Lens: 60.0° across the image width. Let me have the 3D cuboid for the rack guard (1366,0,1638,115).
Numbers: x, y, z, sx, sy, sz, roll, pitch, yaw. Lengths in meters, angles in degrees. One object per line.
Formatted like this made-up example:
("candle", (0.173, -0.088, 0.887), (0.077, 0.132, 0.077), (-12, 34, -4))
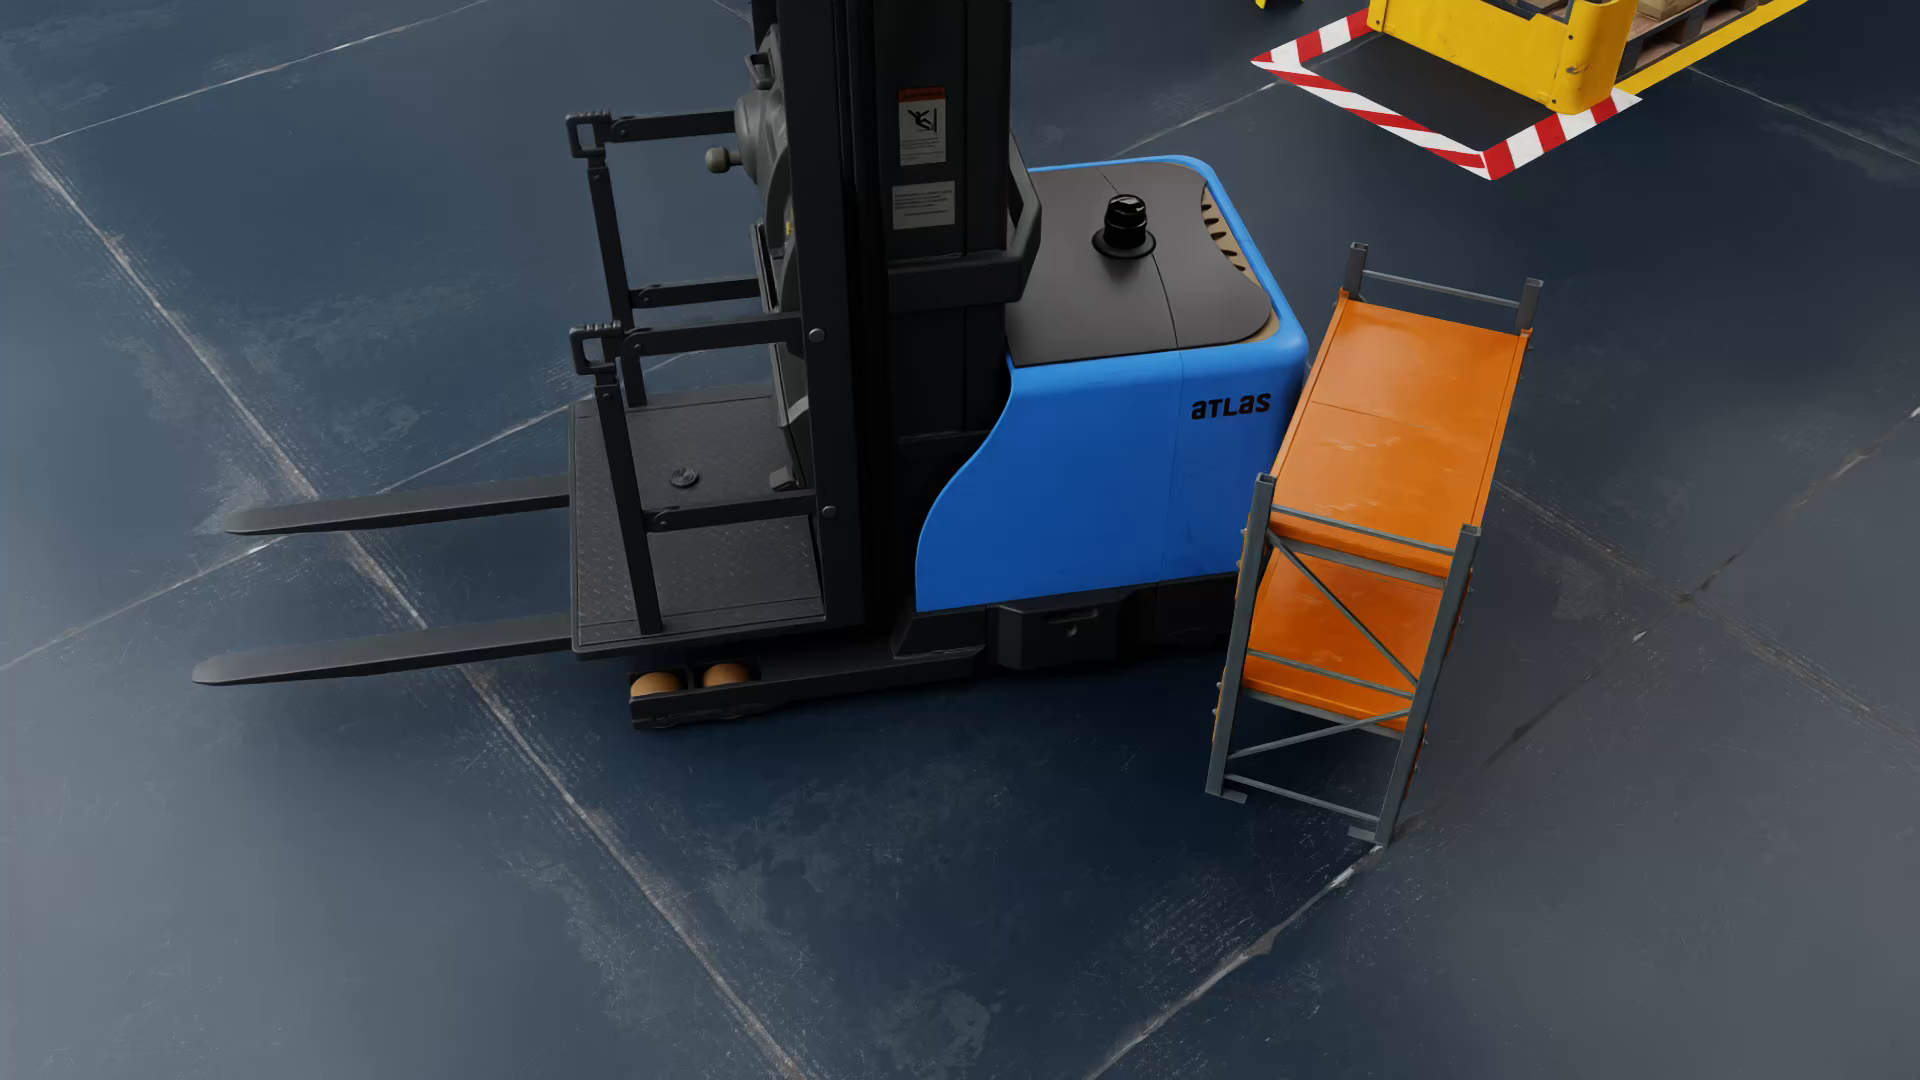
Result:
("rack guard", (2.397, -2.389, 7.429), (0.348, 0.500, 1.175), (-30, 51, -28))

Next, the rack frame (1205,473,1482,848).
("rack frame", (0.904, 0.330, 4.077), (0.500, 1.125, 0.032), (15, 45, 16))

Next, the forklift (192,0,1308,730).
("forklift", (-0.656, -0.930, 4.100), (3.031, 2.935, 1.130), (-7, 44, -7))

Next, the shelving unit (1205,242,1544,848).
("shelving unit", (1.092, 0.006, 4.422), (0.538, 1.125, 1.048), (15, 45, 16))

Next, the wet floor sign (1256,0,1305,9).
("wet floor sign", (1.507, -2.887, 7.853), (0.232, 0.644, 0.267), (-14, 45, -14))

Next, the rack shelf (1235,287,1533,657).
("rack shelf", (1.092, -0.207, 4.221), (0.538, 0.278, 1.000), (15, 45, 16))

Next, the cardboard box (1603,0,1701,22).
("cardboard box", (3.135, -2.627, 7.558), (0.500, 0.250, 0.500), (-30, 51, -28))

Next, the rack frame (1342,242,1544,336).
("rack frame", (1.280, -0.317, 4.766), (0.500, 1.125, 0.032), (15, 45, 16))

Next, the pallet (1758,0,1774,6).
("pallet", (3.978, -3.155, 8.455), (1.213, 0.211, 1.003), (-30, 51, -28))

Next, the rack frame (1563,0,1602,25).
("rack frame", (2.339, -3.267, 6.537), (0.127, 3.000, 1.000), (-30, 51, -28))

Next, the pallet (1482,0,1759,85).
("pallet", (3.043, -2.622, 7.888), (1.213, 0.211, 1.003), (-30, 51, -28))

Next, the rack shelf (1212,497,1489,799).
("rack shelf", (1.092, 0.184, 4.589), (0.538, 0.278, 1.000), (15, 45, 16))
